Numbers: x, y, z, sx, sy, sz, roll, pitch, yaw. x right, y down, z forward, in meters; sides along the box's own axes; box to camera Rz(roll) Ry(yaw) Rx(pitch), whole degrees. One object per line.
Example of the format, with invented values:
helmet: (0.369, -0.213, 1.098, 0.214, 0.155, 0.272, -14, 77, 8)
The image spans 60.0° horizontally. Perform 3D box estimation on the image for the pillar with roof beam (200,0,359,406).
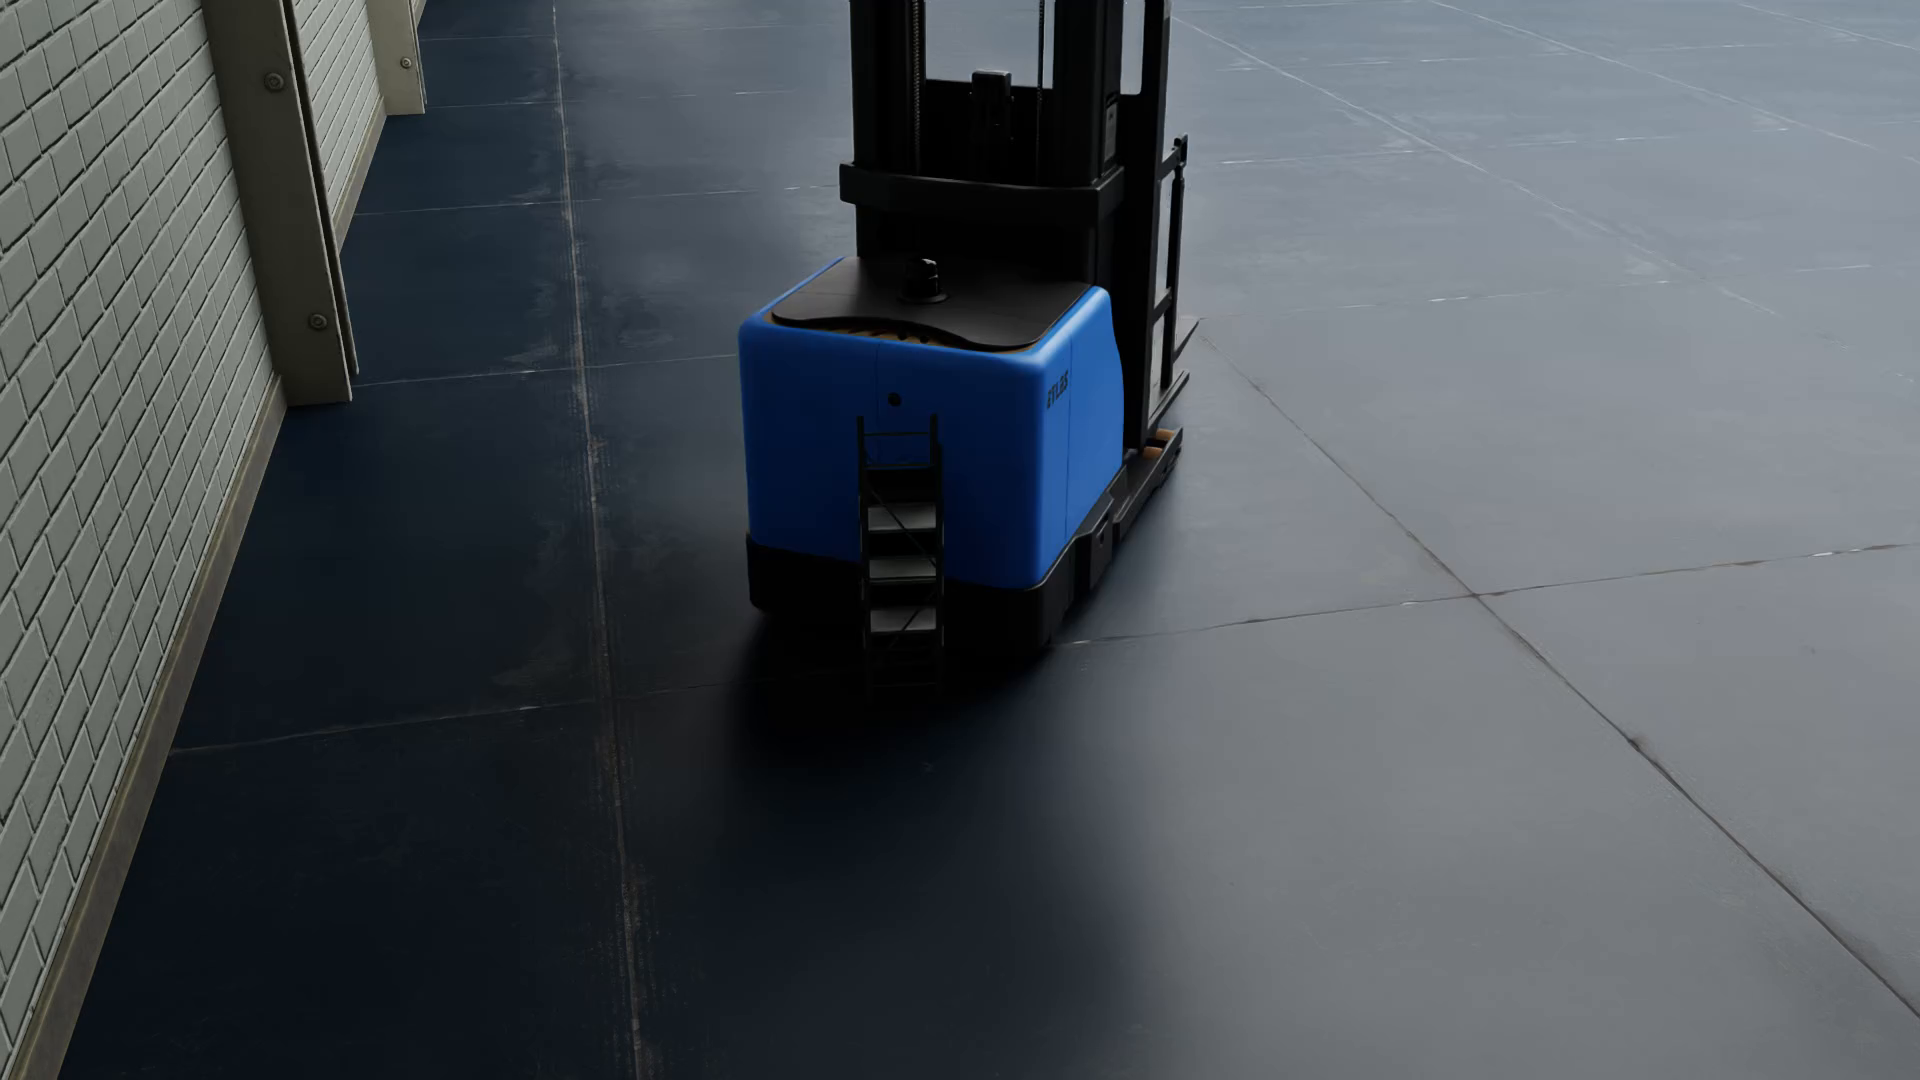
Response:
pillar with roof beam: (1.256, -5.151, 6.469, 9.100, 9.000, 0.400, -6, 27, -12)

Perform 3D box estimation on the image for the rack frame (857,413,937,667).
rack frame: (-0.191, 0.016, 5.195, 0.240, 0.900, 0.006, -2, 30, -5)

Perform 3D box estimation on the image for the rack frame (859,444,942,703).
rack frame: (-0.173, 0.117, 5.019, 0.240, 0.900, 0.006, -2, 30, -5)

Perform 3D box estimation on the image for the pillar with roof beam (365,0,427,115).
pillar with roof beam: (-0.096, -7.785, 11.688, 9.100, 9.000, 0.400, -6, 27, -12)

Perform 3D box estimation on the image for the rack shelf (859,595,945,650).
rack shelf: (-0.183, 0.251, 5.214, 0.258, 0.077, 0.200, -2, 30, -5)

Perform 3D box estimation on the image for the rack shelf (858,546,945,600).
rack shelf: (-0.182, 0.096, 5.124, 0.258, 0.077, 0.200, -2, 30, -5)

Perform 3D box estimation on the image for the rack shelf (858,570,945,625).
rack shelf: (-0.182, 0.173, 5.169, 0.258, 0.077, 0.200, -2, 30, -5)

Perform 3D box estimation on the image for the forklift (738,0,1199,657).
forklift: (0.274, -1.575, 6.117, 1.130, 2.935, 3.031, 10, 28, 18)

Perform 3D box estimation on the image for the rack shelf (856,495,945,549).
rack shelf: (-0.181, -0.060, 5.034, 0.258, 0.077, 0.200, -2, 30, -5)

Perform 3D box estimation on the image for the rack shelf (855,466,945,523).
rack shelf: (-0.180, -0.138, 4.989, 0.258, 0.077, 0.200, -2, 30, -5)

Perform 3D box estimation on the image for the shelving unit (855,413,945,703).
shelving unit: (-0.182, 0.067, 5.107, 0.258, 0.900, 0.210, -2, 30, -5)

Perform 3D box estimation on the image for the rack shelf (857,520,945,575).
rack shelf: (-0.181, 0.018, 5.079, 0.258, 0.077, 0.200, -2, 30, -5)
